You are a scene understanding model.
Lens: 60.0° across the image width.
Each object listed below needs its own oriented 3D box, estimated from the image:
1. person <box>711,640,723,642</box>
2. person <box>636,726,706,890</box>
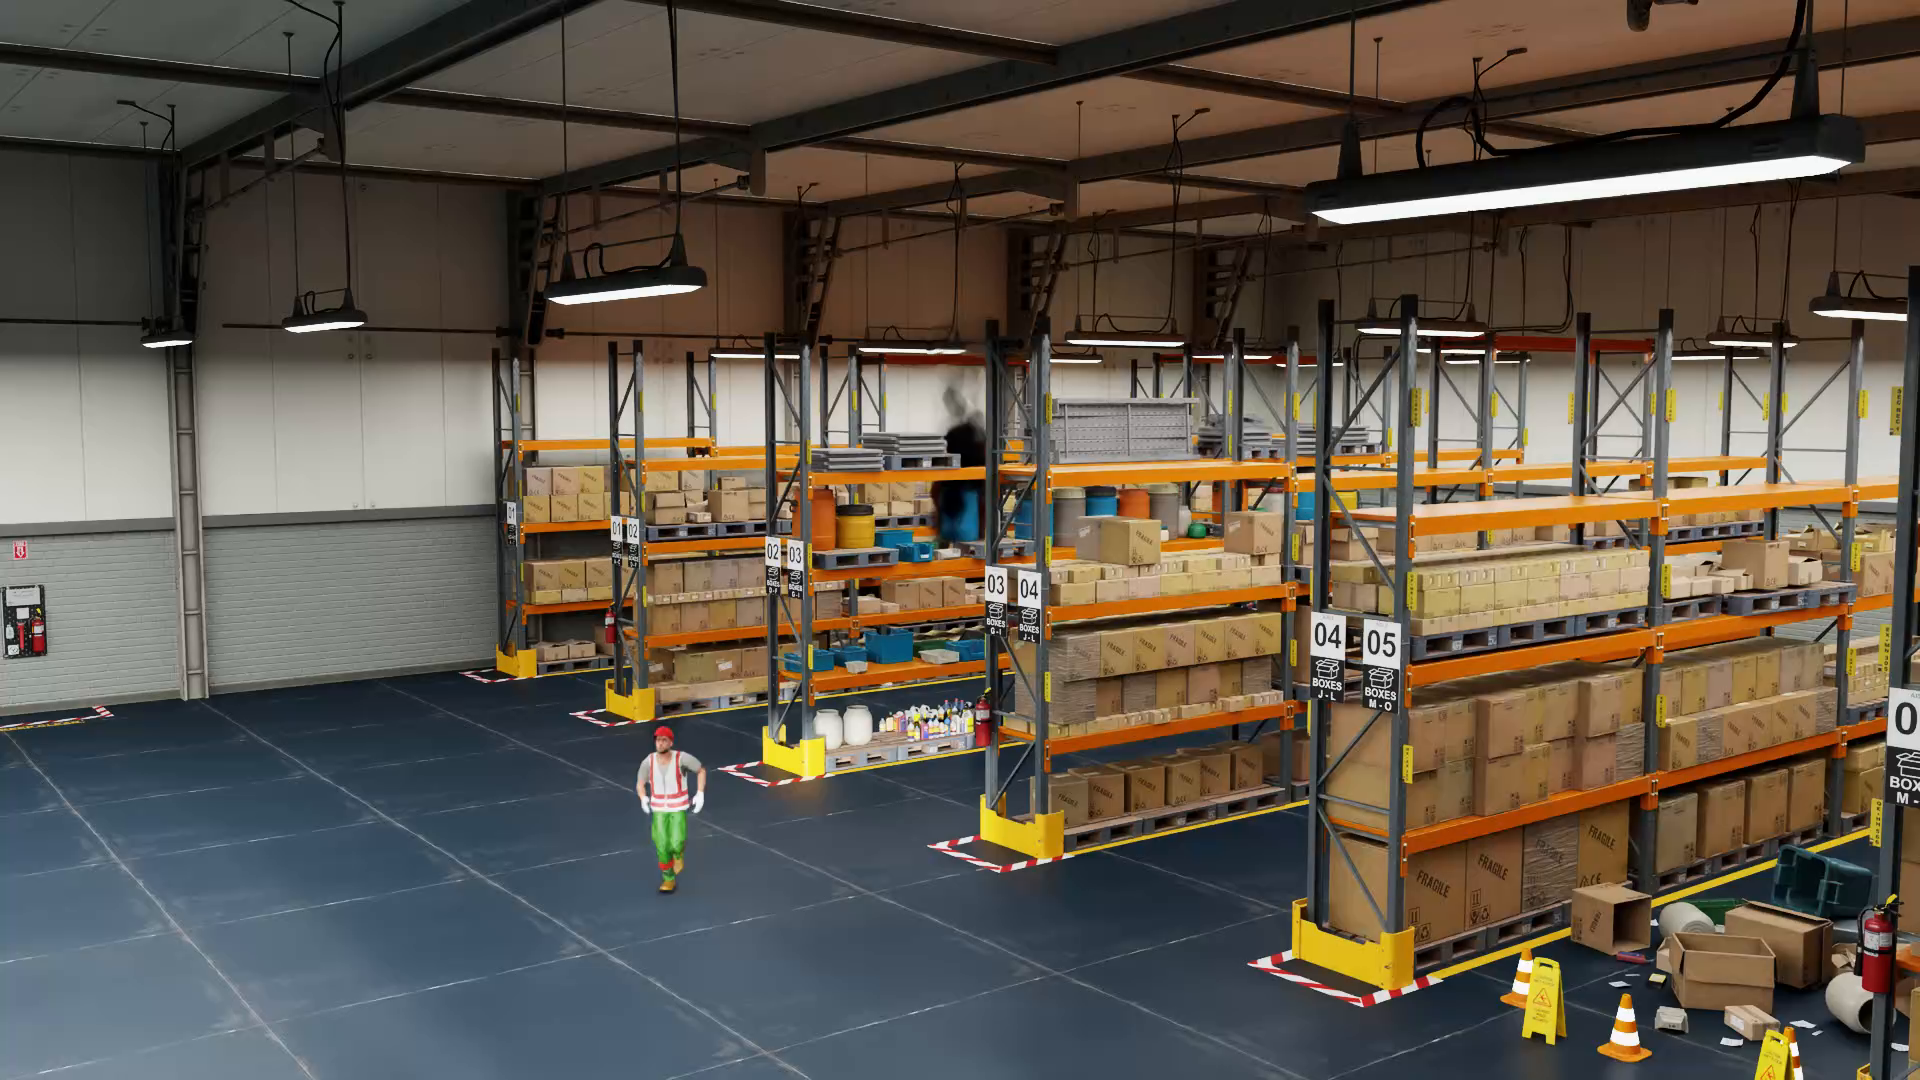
[{"bbox_3d":[-4.390,1.667,30.434,0.632,1.661,0.861,5,7,42],"label":"person"},{"bbox_3d":[-3.002,2.790,17.169,0.699,1.742,0.656,0,5,3],"label":"person"}]
